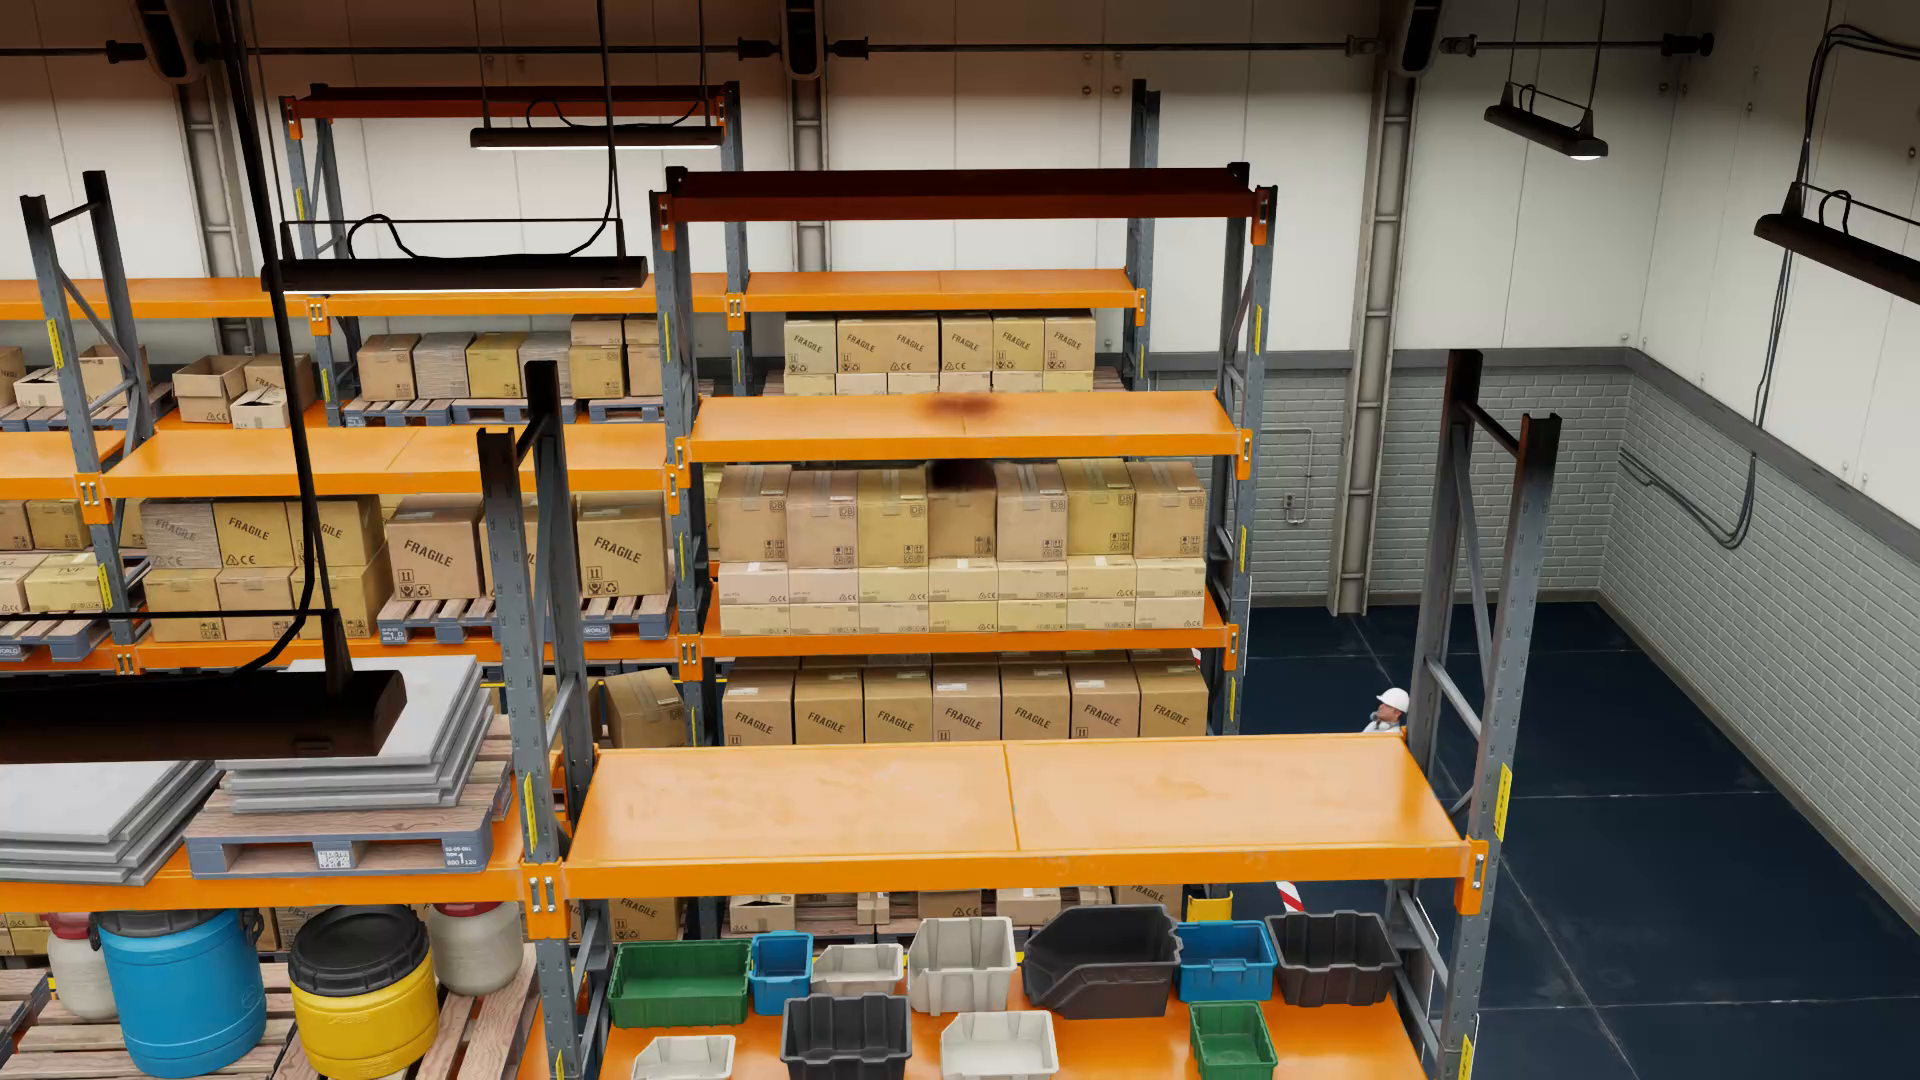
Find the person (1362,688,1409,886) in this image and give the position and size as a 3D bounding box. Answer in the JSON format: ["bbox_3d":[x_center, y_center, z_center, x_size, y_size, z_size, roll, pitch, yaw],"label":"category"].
[{"bbox_3d":[3.450,2.036,13.791,0.673,1.745,0.529,10,24,22],"label":"person"}]
